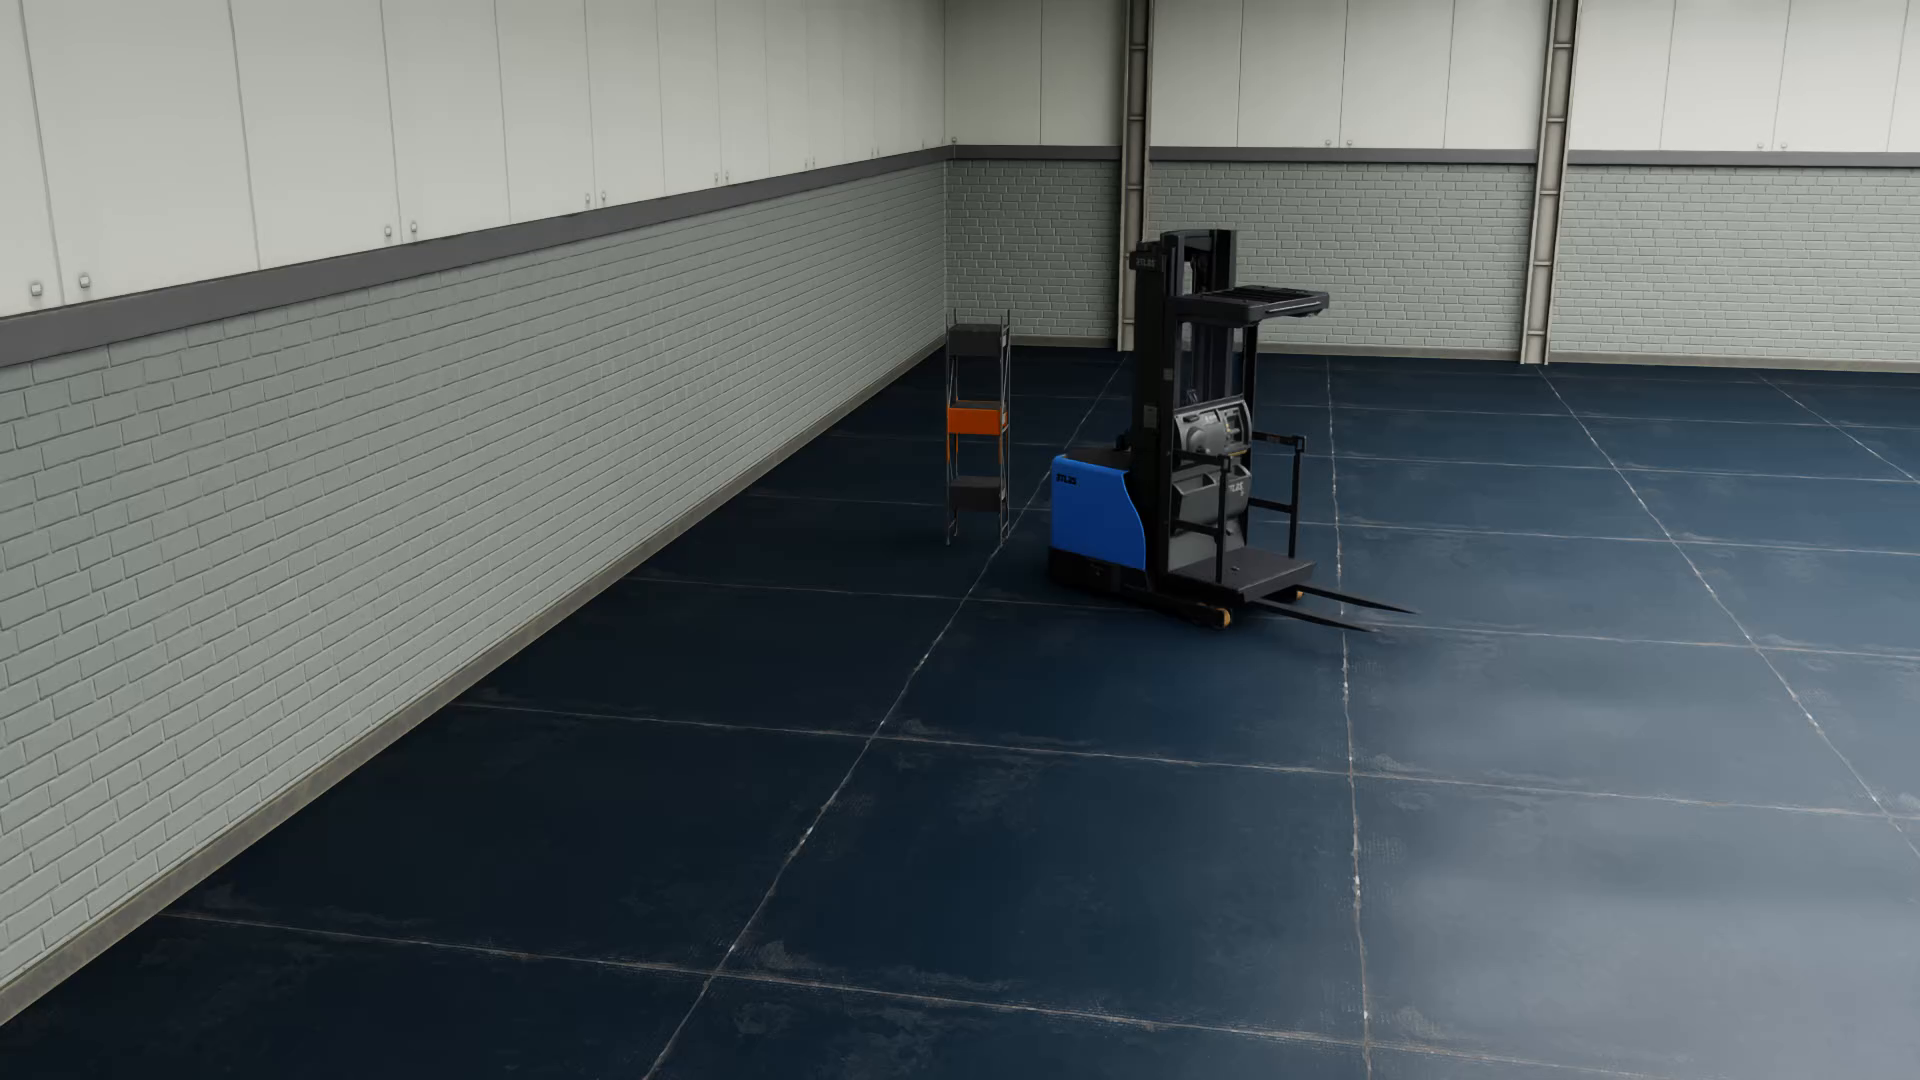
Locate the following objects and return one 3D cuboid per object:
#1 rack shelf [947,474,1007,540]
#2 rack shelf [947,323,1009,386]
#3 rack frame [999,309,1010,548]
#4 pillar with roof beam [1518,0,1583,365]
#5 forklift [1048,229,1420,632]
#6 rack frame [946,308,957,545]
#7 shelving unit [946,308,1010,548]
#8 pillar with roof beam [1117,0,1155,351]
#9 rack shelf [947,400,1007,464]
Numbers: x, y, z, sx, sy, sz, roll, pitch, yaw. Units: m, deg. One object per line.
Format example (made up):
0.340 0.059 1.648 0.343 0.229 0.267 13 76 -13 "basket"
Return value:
0.162 -0.315 15.128 0.480 0.518 0.431 3 16 11 "rack shelf"
0.162 -1.665 14.755 0.480 0.518 0.431 3 16 11 "rack shelf"
0.401 -0.990 14.891 0.015 2.100 0.400 3 16 11 "rack frame"
7.688 -5.859 19.546 0.400 9.000 9.100 3 16 11 "pillar with roof beam"
2.145 -0.883 12.946 3.031 2.935 1.130 15 21 43 "forklift"
-0.077 -1.016 14.985 0.015 2.100 0.400 3 16 11 "rack frame"
0.162 -1.003 14.938 0.503 2.100 0.431 3 16 11 "shelving unit"
1.808 -6.179 20.698 0.400 9.000 9.100 3 16 11 "pillar with roof beam"
0.162 -0.990 14.942 0.480 0.518 0.431 3 16 11 "rack shelf"
